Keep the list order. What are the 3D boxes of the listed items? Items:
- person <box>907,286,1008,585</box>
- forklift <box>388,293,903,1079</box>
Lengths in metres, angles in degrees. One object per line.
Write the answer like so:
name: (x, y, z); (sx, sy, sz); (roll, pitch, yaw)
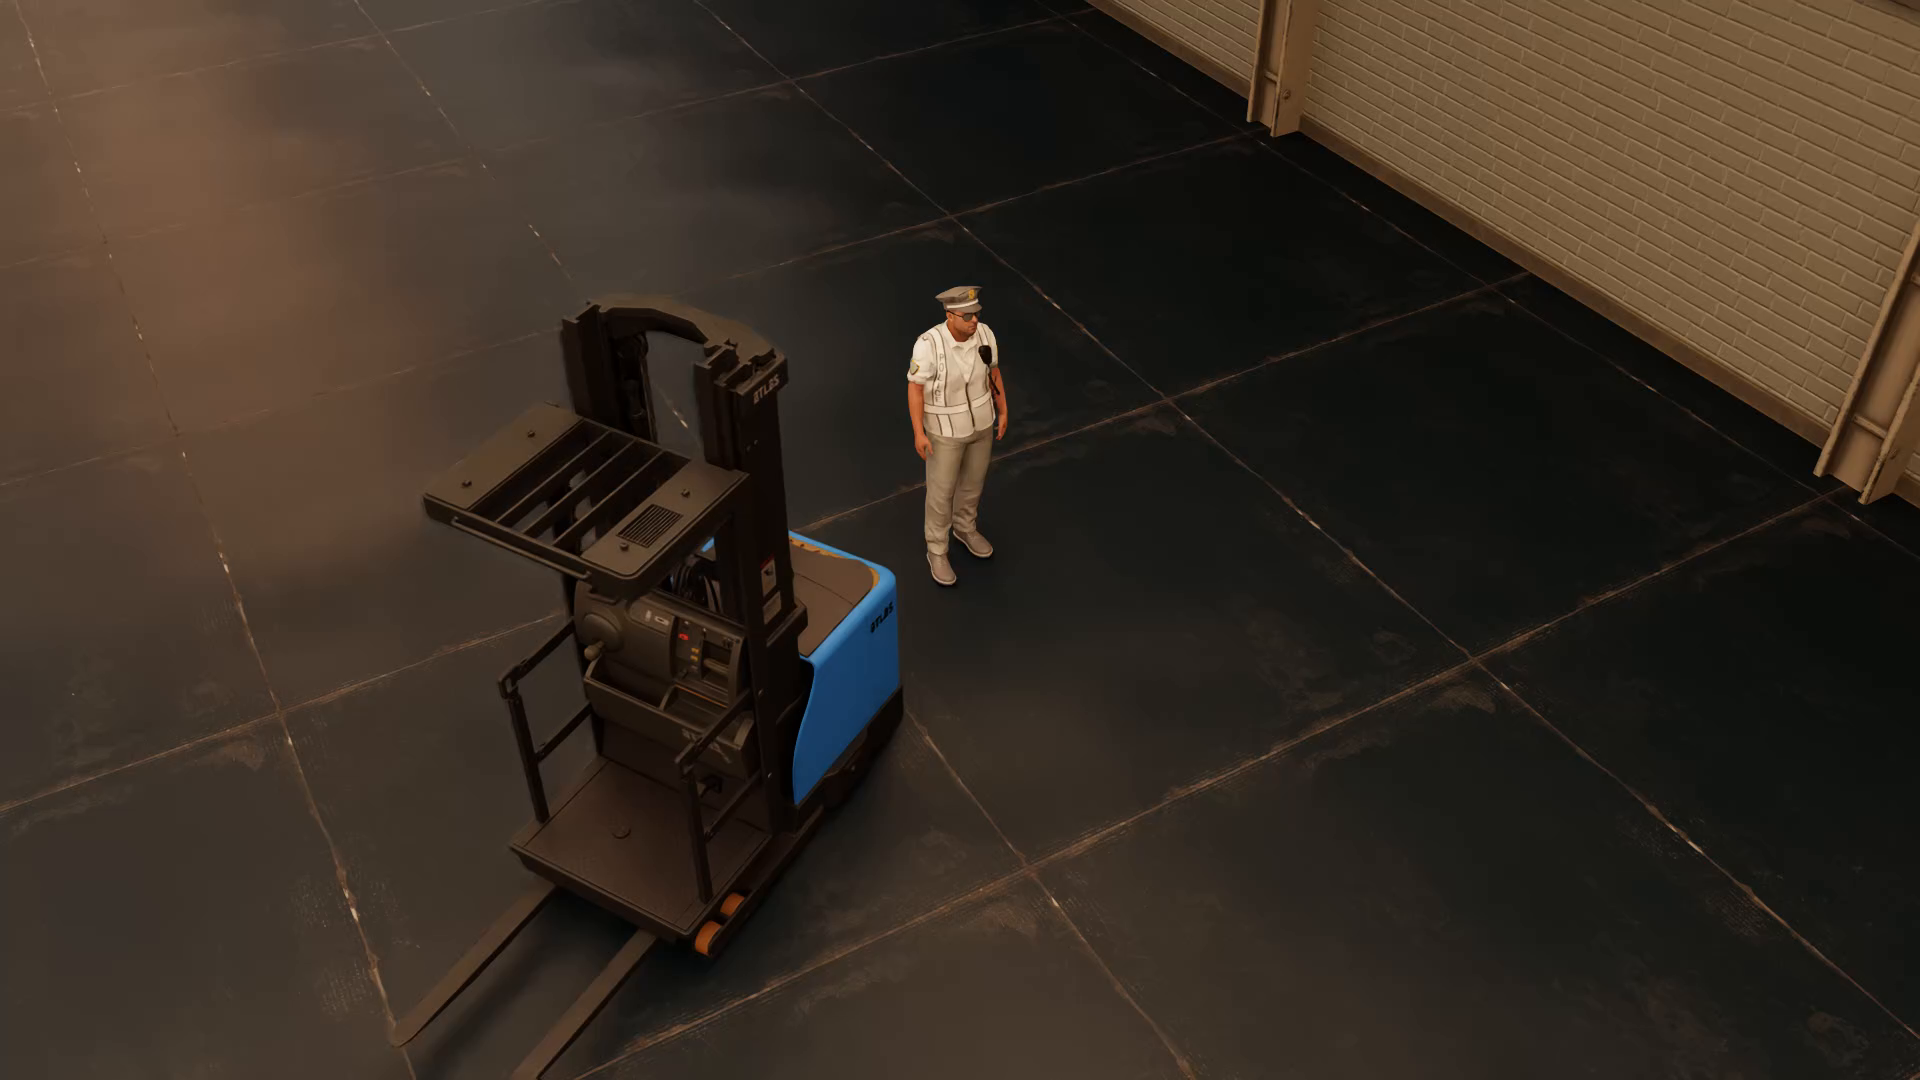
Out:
person: (0.029, -0.645, 9.702); (0.641, 1.780, 0.574); (-20, 44, -23)
forklift: (-1.478, 0.520, 7.410); (1.130, 2.935, 3.031); (20, 44, 22)
